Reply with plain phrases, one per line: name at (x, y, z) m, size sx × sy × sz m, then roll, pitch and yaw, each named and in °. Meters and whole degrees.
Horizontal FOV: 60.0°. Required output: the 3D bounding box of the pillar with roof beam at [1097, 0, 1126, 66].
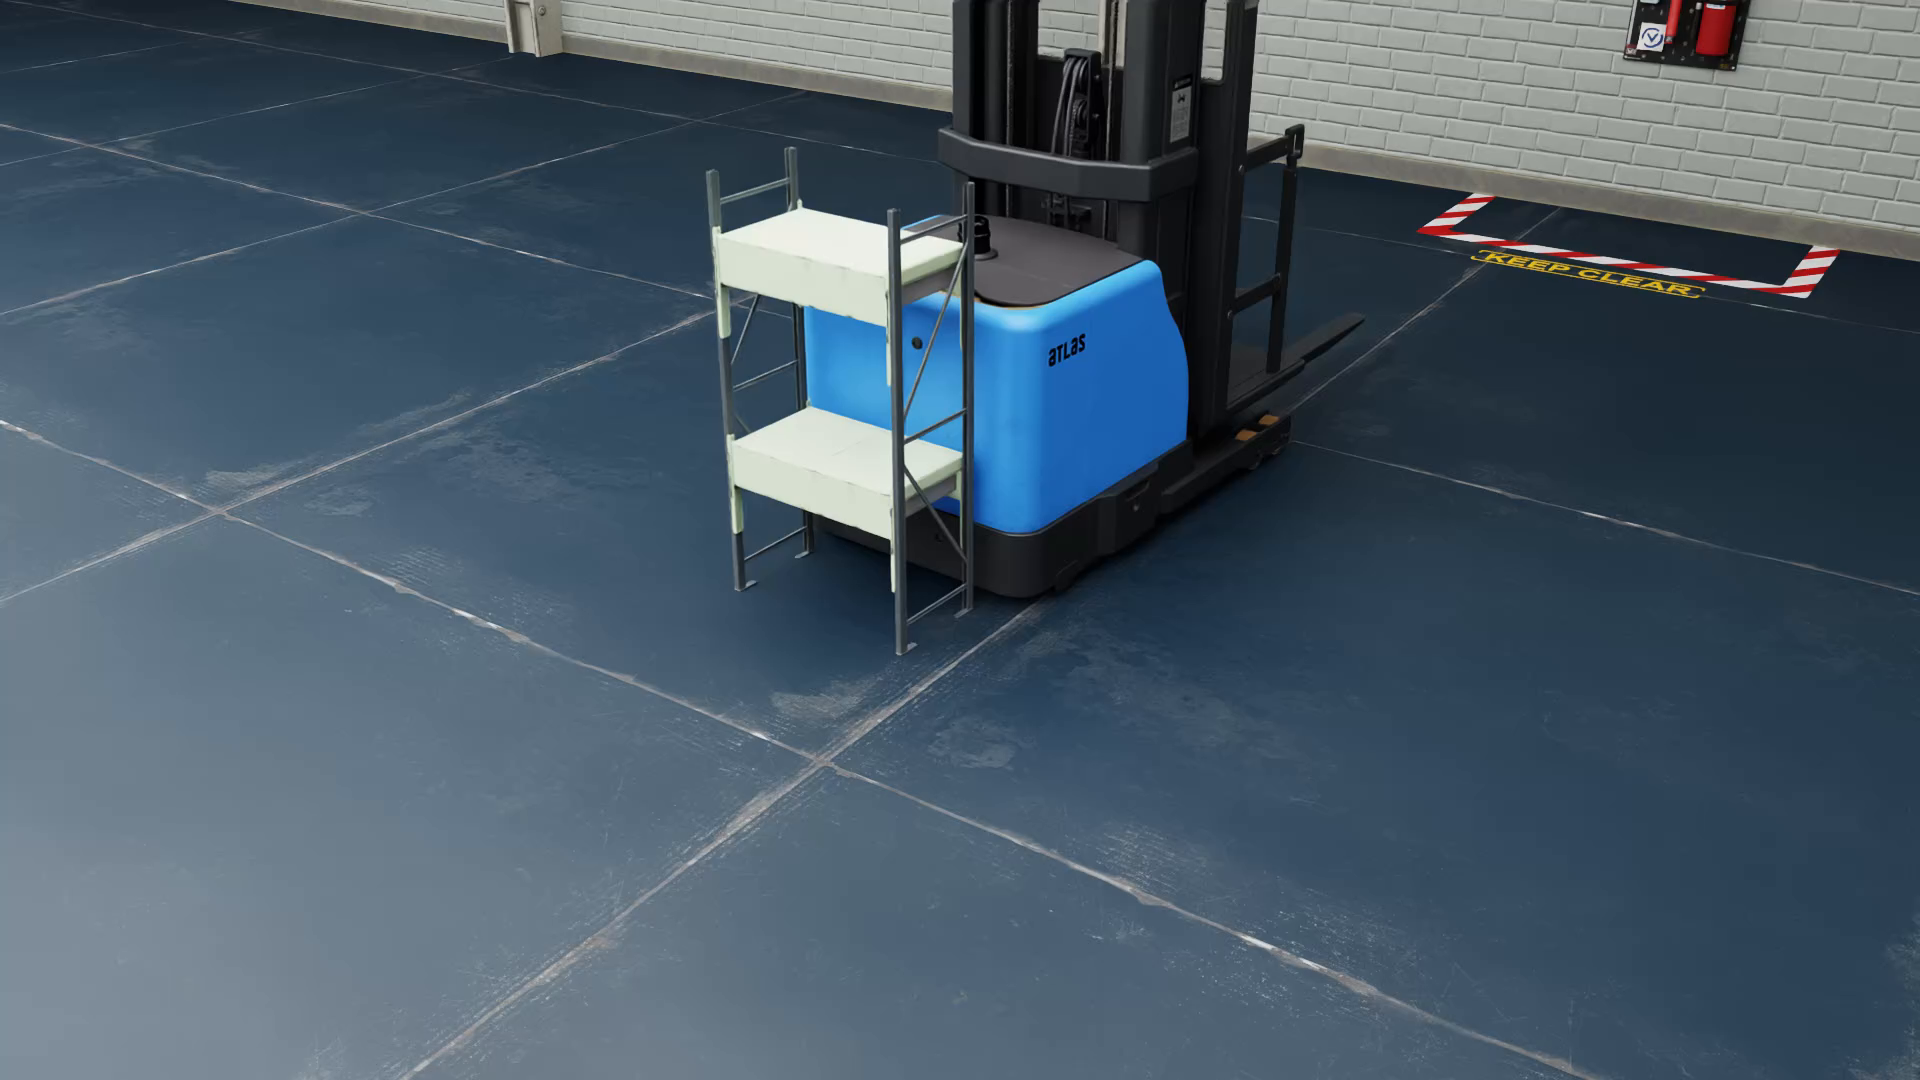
pillar with roof beam at (-1.246, -5.196, 6.538) m, size 0.400 × 9.000 × 9.100 m, roll 17°, pitch 32°, yaw 30°

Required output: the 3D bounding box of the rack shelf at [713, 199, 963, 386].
rack shelf at (-0.375, -0.804, 5.317) m, size 0.720 × 0.370 × 0.431 m, roll 19°, pitch 32°, yaw 32°

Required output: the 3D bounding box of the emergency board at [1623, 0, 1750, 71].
emergency board at (4.122, -3.239, 9.308) m, size 0.643 × 1.169 × 0.194 m, roll 17°, pitch 32°, yaw 30°

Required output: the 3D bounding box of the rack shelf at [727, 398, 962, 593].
rack shelf at (-0.375, -0.166, 5.641) m, size 0.720 × 0.370 × 0.431 m, roll 19°, pitch 32°, yaw 32°

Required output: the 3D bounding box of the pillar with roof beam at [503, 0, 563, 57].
pillar with roof beam at (-6.192, -6.736, 9.565) m, size 0.400 × 9.000 × 9.100 m, roll 17°, pitch 32°, yaw 30°

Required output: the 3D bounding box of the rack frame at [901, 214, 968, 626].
rack frame at (-0.084, -0.356, 5.297) m, size 0.010 × 1.308 × 0.380 m, roll 19°, pitch 32°, yaw 32°

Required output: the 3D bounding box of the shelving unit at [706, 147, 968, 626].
shelving unit at (-0.378, -0.458, 5.495) m, size 0.748 × 1.500 × 0.431 m, roll 19°, pitch 32°, yaw 32°

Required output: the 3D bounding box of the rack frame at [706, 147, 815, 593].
rack frame at (-0.668, -0.556, 5.690) m, size 0.023 × 1.500 × 0.400 m, roll 19°, pitch 32°, yaw 32°
